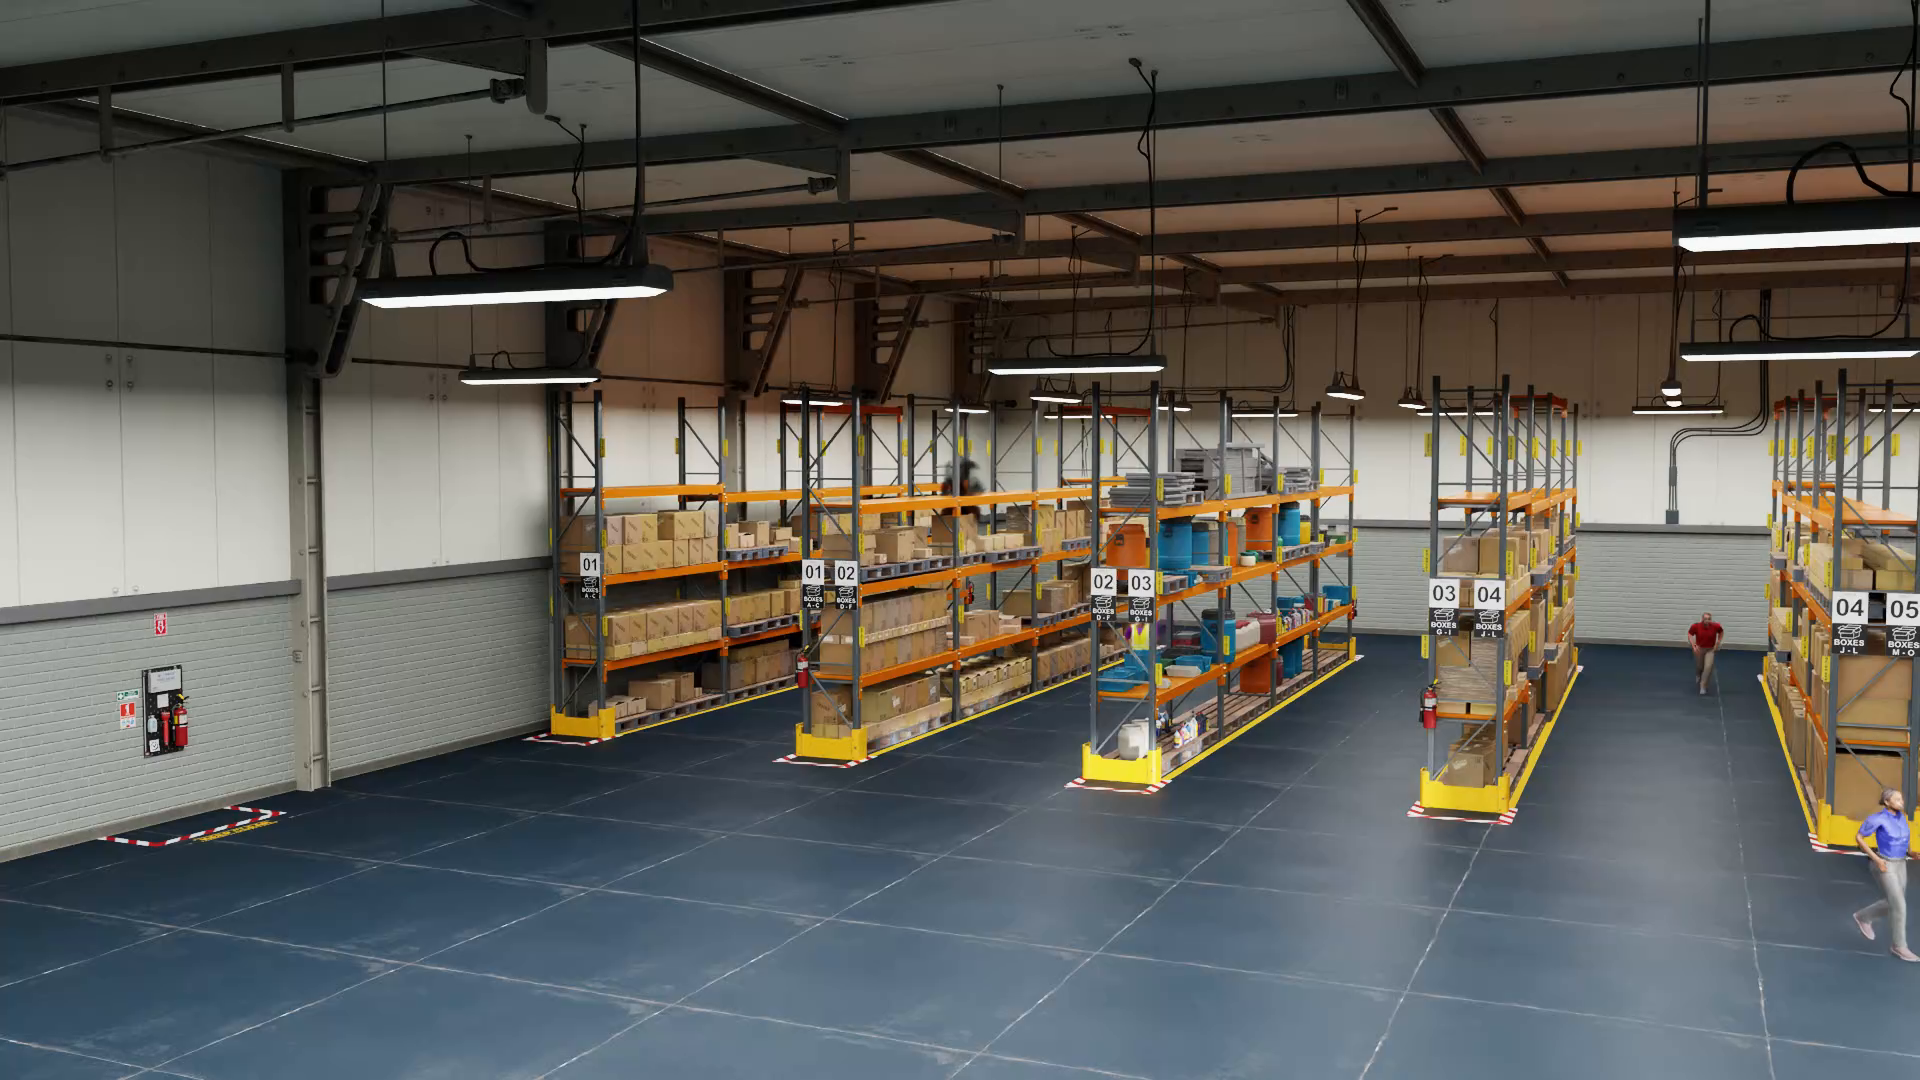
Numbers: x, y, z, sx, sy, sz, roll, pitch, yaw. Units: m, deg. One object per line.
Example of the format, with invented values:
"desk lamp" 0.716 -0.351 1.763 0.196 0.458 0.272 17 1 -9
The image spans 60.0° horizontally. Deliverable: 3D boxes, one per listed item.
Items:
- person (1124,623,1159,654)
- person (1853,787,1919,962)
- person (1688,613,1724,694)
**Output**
"person" 3.631 2.277 33.520 0.681 1.721 0.593 1 3 14
"person" 9.181 3.272 16.504 0.583 1.658 0.771 -2 3 -25
"person" 15.316 2.313 34.207 0.674 1.699 0.945 1 3 15
